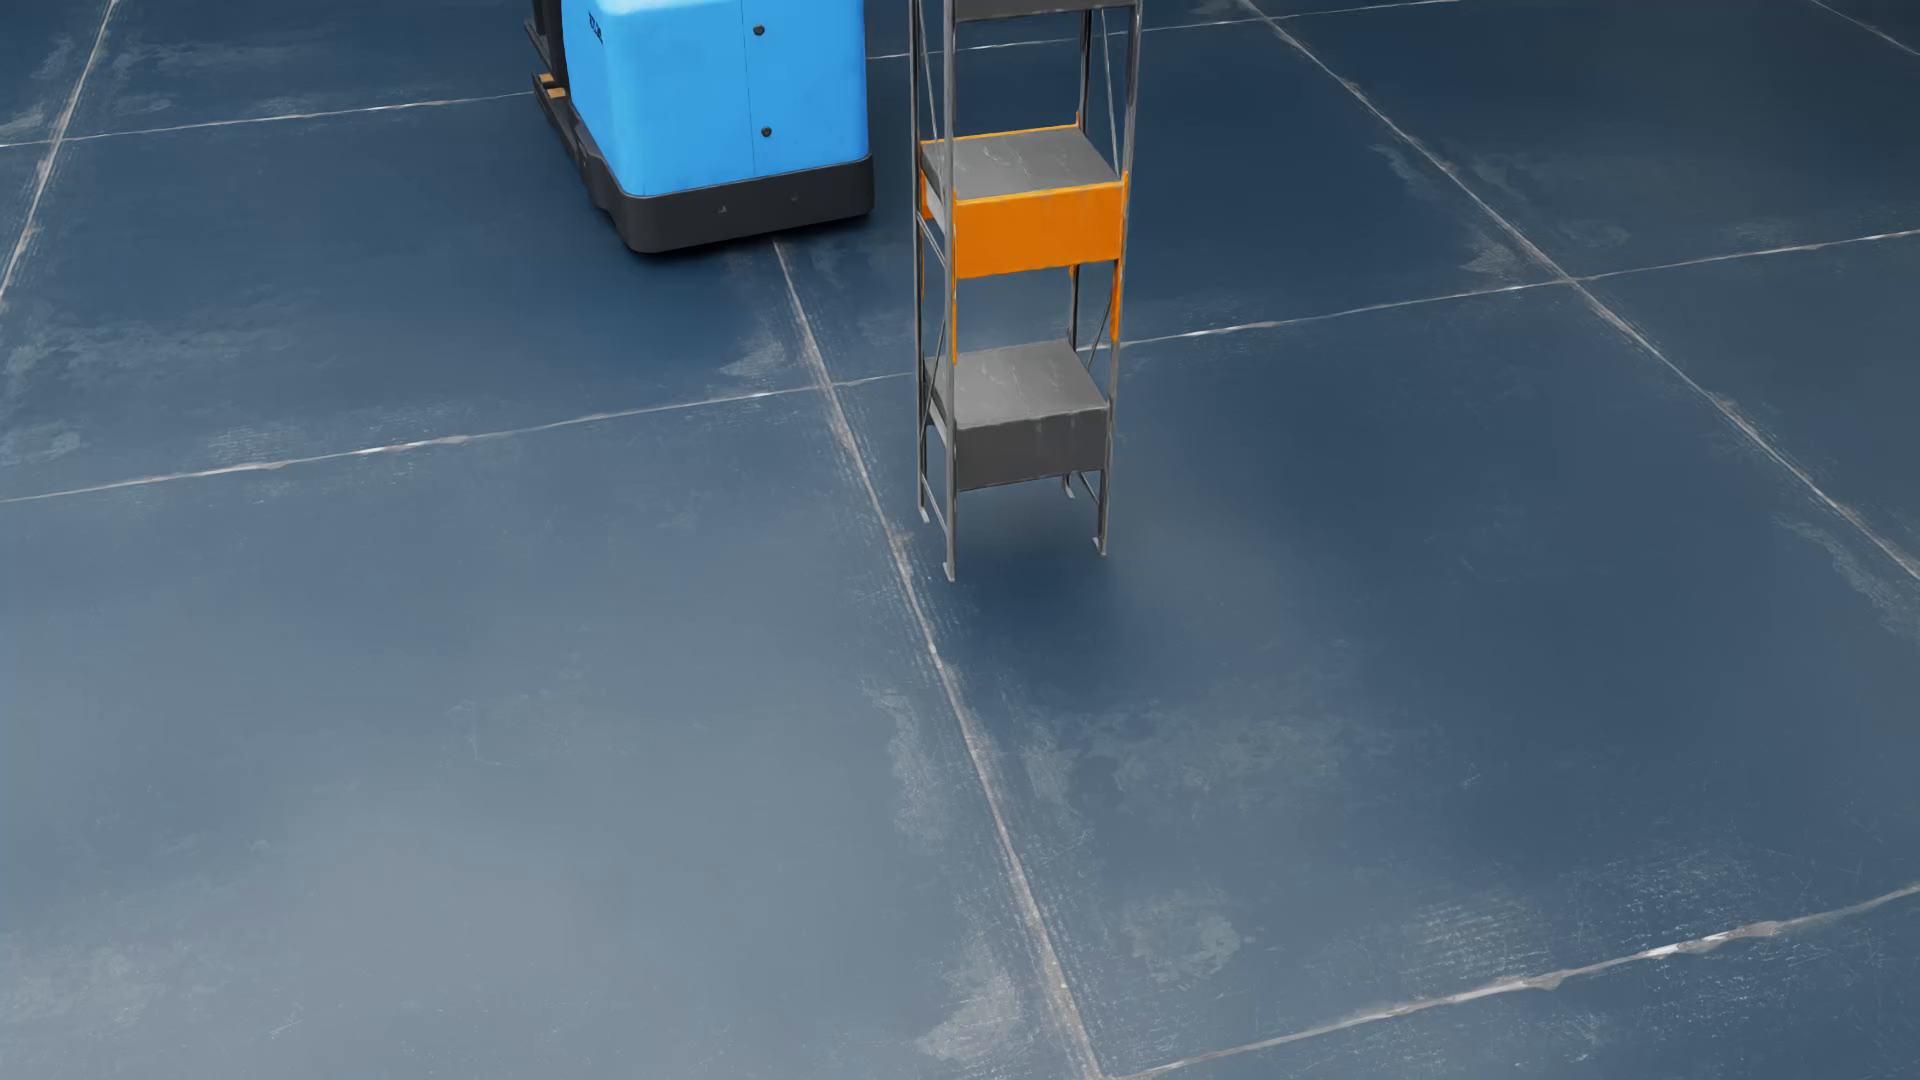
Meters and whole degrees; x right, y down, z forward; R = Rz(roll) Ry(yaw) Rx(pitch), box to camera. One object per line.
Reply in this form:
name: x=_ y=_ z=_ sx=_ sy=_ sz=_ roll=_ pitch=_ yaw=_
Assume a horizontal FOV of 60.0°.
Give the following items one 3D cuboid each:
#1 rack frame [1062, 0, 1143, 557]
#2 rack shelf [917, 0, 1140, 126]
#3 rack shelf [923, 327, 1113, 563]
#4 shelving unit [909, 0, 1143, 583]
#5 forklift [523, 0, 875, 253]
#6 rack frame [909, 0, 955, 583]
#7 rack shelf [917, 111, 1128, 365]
rack frame: x=0.395 y=-0.899 z=4.697 sx=0.015 sy=2.100 sz=0.400 roll=-9 pitch=38 yaw=-12
rack shelf: x=0.160 y=-1.405 z=4.229 sx=0.480 sy=0.518 sz=0.431 roll=-9 pitch=38 yaw=-12
rack shelf: x=0.160 y=-0.293 z=5.080 sx=0.480 sy=0.518 sz=0.431 roll=-9 pitch=38 yaw=-12
shelving unit: x=0.160 y=-0.860 z=4.646 sx=0.503 sy=2.100 sz=0.431 roll=-9 pitch=38 yaw=-12
forklift: x=-1.389 y=-3.202 z=7.024 sx=1.130 sy=2.935 sz=3.031 roll=-14 pitch=40 yaw=-18
rack frame: x=-0.076 y=-0.822 z=4.596 sx=0.015 sy=2.100 sz=0.400 roll=-9 pitch=38 yaw=-12
rack shelf: x=0.160 y=-0.849 z=4.655 sx=0.480 sy=0.518 sz=0.431 roll=-9 pitch=38 yaw=-12
